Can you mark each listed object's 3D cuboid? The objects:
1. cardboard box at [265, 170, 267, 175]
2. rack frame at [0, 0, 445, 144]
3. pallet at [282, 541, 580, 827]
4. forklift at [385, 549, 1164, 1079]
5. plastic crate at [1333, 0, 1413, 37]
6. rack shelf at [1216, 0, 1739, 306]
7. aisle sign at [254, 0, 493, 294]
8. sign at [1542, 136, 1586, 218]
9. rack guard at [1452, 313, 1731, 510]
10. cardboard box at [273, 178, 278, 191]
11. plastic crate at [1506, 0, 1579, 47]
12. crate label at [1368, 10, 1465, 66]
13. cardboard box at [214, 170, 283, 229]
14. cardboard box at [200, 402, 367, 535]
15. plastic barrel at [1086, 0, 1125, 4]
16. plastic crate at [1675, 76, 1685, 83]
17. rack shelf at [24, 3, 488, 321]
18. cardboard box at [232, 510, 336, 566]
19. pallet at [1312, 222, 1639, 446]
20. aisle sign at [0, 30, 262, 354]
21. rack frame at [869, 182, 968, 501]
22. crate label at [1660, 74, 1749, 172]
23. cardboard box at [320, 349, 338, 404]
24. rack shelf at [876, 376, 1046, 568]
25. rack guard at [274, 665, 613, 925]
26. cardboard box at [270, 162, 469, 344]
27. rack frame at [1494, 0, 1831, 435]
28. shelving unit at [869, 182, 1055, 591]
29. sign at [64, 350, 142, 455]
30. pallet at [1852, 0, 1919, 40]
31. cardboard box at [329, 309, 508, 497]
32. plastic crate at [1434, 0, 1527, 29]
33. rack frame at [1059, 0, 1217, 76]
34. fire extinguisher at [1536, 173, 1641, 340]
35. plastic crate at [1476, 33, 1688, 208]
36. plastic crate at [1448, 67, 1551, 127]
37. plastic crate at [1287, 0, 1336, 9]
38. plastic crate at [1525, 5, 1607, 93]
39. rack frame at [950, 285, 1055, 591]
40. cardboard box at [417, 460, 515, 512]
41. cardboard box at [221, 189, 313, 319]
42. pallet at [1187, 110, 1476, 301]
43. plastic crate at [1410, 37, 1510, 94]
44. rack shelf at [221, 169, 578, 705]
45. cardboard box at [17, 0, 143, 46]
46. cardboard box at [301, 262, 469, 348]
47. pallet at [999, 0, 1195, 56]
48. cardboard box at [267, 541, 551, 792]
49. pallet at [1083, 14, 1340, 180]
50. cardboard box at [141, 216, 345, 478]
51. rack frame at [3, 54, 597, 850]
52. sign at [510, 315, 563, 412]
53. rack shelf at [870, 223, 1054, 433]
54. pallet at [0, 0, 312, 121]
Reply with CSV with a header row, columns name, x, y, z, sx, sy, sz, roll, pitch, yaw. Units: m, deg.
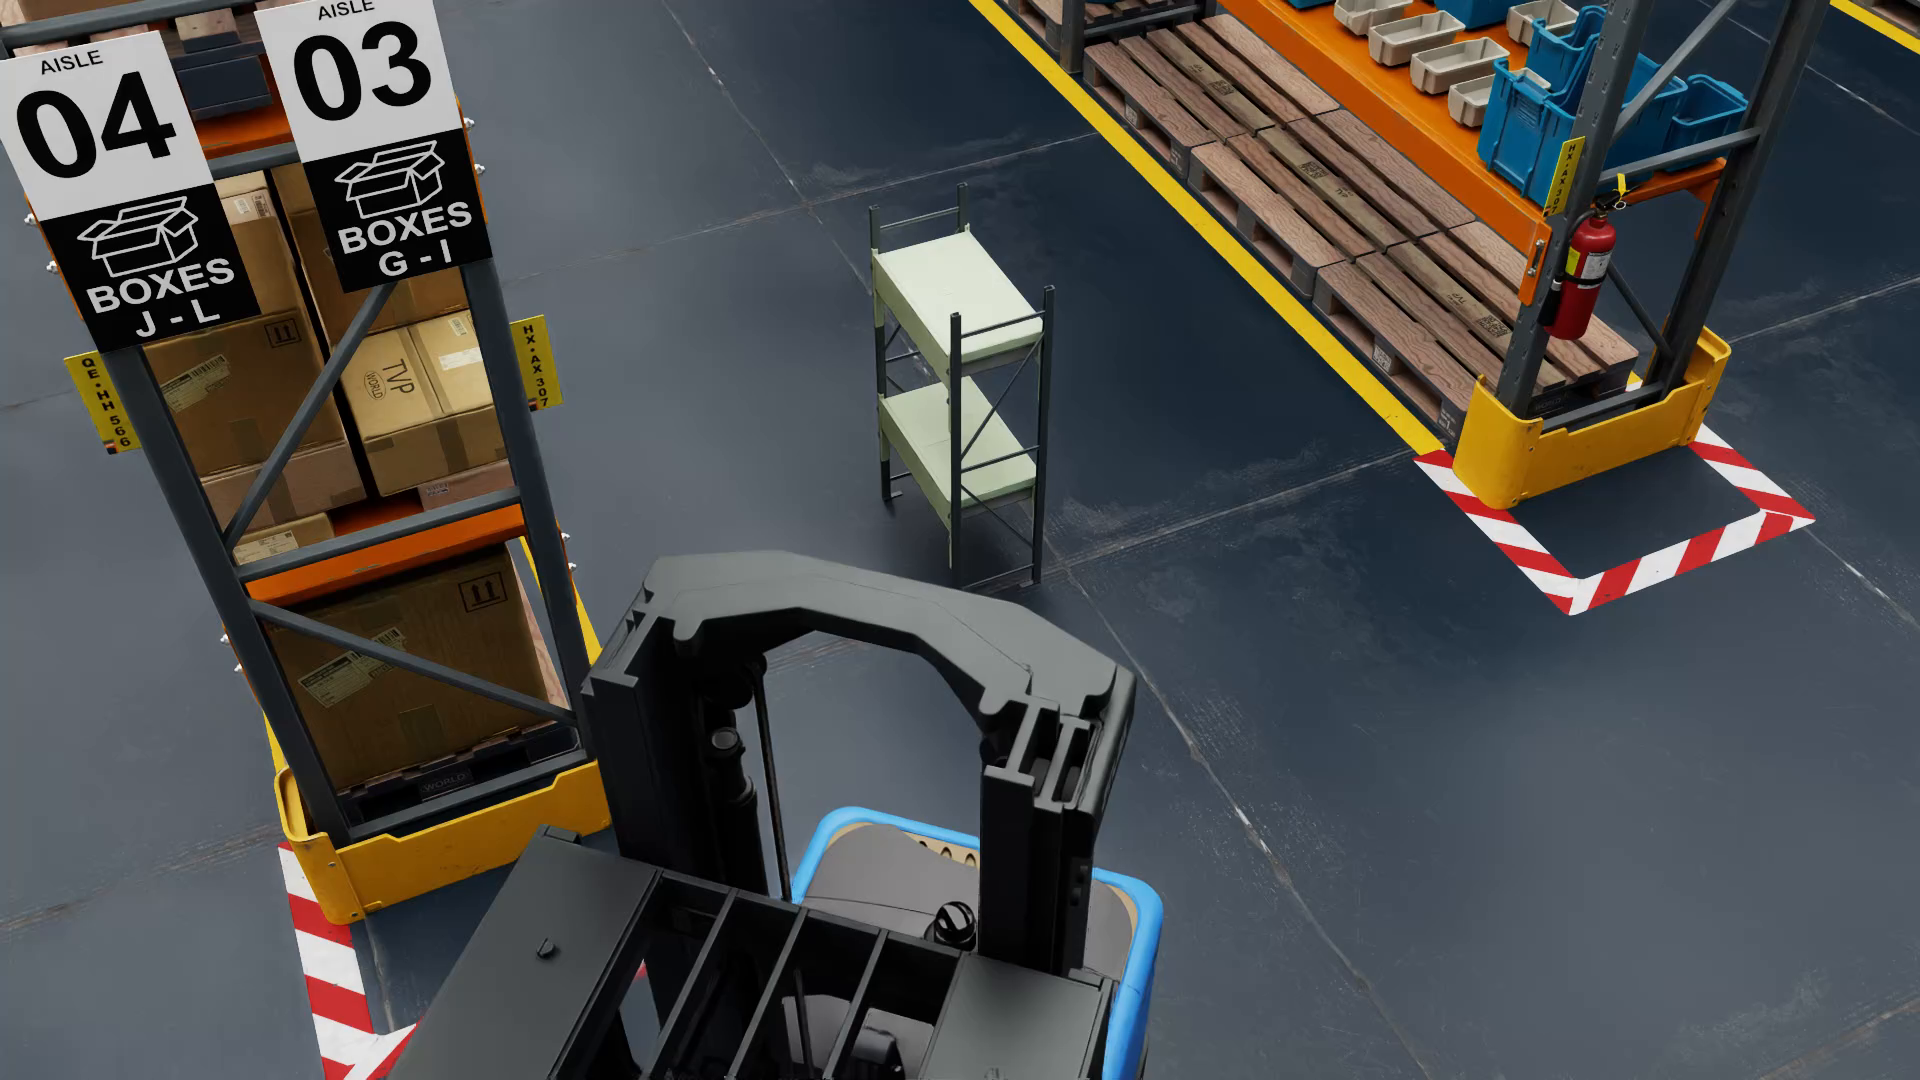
name,x,y,z,sx,sy,sz,roll,pitch,yaw
cardboard box,-3.029,-1.591,6.491,0.500,0.250,0.500,-17,47,-16
rack frame,-1.734,-2.149,2.890,1.000,3.000,0.127,-18,47,-17
pallet,-2.142,0.493,6.469,1.003,0.211,1.213,-18,47,-17
forklift,-0.346,1.567,3.443,1.130,2.935,3.031,12,46,12
plastic crate,1.863,-2.412,7.573,0.298,0.136,0.250,-18,47,-17
rack shelf,1.919,-2.495,8.024,1.077,0.370,4.000,-18,47,-17
aisle sign,-1.432,-0.982,4.127,0.394,0.787,0.004,-18,47,-17
sign,2.267,-1.361,6.247,0.100,0.325,0.005,-18,47,-17
rack guard,2.781,-0.575,7.346,1.175,0.500,0.348,-18,47,-17
cardboard box,-2.125,-1.366,5.728,0.500,0.500,0.500,-19,48,-18
plastic crate,2.609,-2.319,7.479,0.250,0.136,0.298,-18,47,-17
crate label,2.004,-2.229,7.387,0.396,0.136,0.243,-18,47,-17
cardboard box,-2.829,-1.275,6.170,0.500,0.250,0.500,-18,47,-17
cardboard box,-2.179,-0.296,5.179,0.500,0.250,0.500,-19,48,-18
plastic barrel,0.864,-3.779,10.009,0.600,0.901,0.708,-18,47,-17
plastic crate,2.895,-1.887,7.041,0.250,0.136,0.298,-18,47,-17
rack shelf,-2.575,-2.100,5.488,1.077,0.370,4.000,-18,47,-17
cardboard box,-2.183,-0.054,5.216,0.380,0.149,0.250,-17,47,-17
pallet,2.448,-1.021,8.003,1.003,0.211,1.213,-18,47,-17
aisle sign,-1.976,-0.804,3.947,0.394,0.787,0.004,-18,47,-17
rack frame,-0.157,-0.771,6.833,0.400,1.500,0.023,-18,47,-17
crate label,2.954,-1.692,6.775,0.416,0.233,0.303,-18,47,-17
cardboard box,-2.392,-0.620,5.506,0.500,0.250,0.500,-19,48,-18
rack shelf,-0.003,-0.306,6.825,0.431,0.370,0.720,-18,47,-17
rack guard,-1.724,0.892,5.859,1.175,0.500,0.348,-18,47,-17
cardboard box,-1.901,-1.037,5.395,0.500,0.500,0.500,-19,48,-18
rack frame,2.759,-1.476,6.479,1.000,3.000,0.127,-18,47,-17
shelving unit,-0.003,-0.538,6.596,0.431,1.500,0.755,-18,47,-17
sign,-2.233,-0.359,4.354,0.100,0.325,0.005,-18,47,-17
pallet,6.378,-3.276,10.289,1.003,0.211,1.213,-18,47,-17
cardboard box,-1.691,-0.452,5.336,0.500,0.250,0.500,-19,48,-18
plastic crate,2.401,-2.532,7.625,0.416,0.233,0.300,-18,47,-17
rack frame,1.078,-4.025,9.063,1.000,3.000,0.127,-18,47,-17
fire extinguisher,2.411,-1.086,6.404,0.296,0.674,0.183,-18,47,-17
plastic crate,2.449,-1.668,6.606,0.616,0.435,0.499,-18,47,-17
plastic crate,2.252,-1.870,7.023,0.396,0.136,0.243,-18,47,-17
plastic crate,1.663,-2.671,7.767,0.416,0.233,0.300,-18,47,-17
plastic crate,2.678,-2.112,7.200,0.416,0.233,0.300,-18,47,-17
rack frame,0.151,-0.305,6.360,0.400,1.500,0.023,-18,47,-17
cardboard box,-1.584,-0.248,5.413,0.380,0.149,0.250,-18,47,-17
cardboard box,-2.606,-0.944,5.835,0.500,0.250,0.500,-20,48,-19
pallet,1.939,-1.797,8.790,1.003,0.211,1.213,-18,47,-17
plastic crate,2.144,-2.059,7.215,0.396,0.136,0.243,-18,47,-17
rack shelf,-2.575,-1.032,6.541,1.077,0.370,4.000,-18,47,-17
cardboard box,-2.002,-1.617,4.045,0.700,0.500,0.500,-21,48,-20
cardboard box,-1.916,-0.781,5.670,0.500,0.250,0.500,-19,48,-18
pallet,0.791,-3.537,10.553,1.003,0.211,1.213,-18,47,-17
cardboard box,-2.076,0.209,5.985,0.875,0.875,0.875,-18,47,-17
pallet,1.422,-2.575,9.579,1.003,0.211,1.213,-18,47,-17
cardboard box,-2.178,-0.566,4.918,0.500,0.500,0.500,-17,47,-17
rack frame,-1.734,-0.013,4.997,1.000,3.000,0.127,-18,47,-17
sign,-1.228,-0.510,4.827,0.100,0.325,0.005,-18,47,-17
rack shelf,-0.003,-0.816,6.322,0.431,0.370,0.720,-18,47,-17
pallet,-2.056,-1.519,4.450,1.003,0.211,1.213,-18,47,-17
